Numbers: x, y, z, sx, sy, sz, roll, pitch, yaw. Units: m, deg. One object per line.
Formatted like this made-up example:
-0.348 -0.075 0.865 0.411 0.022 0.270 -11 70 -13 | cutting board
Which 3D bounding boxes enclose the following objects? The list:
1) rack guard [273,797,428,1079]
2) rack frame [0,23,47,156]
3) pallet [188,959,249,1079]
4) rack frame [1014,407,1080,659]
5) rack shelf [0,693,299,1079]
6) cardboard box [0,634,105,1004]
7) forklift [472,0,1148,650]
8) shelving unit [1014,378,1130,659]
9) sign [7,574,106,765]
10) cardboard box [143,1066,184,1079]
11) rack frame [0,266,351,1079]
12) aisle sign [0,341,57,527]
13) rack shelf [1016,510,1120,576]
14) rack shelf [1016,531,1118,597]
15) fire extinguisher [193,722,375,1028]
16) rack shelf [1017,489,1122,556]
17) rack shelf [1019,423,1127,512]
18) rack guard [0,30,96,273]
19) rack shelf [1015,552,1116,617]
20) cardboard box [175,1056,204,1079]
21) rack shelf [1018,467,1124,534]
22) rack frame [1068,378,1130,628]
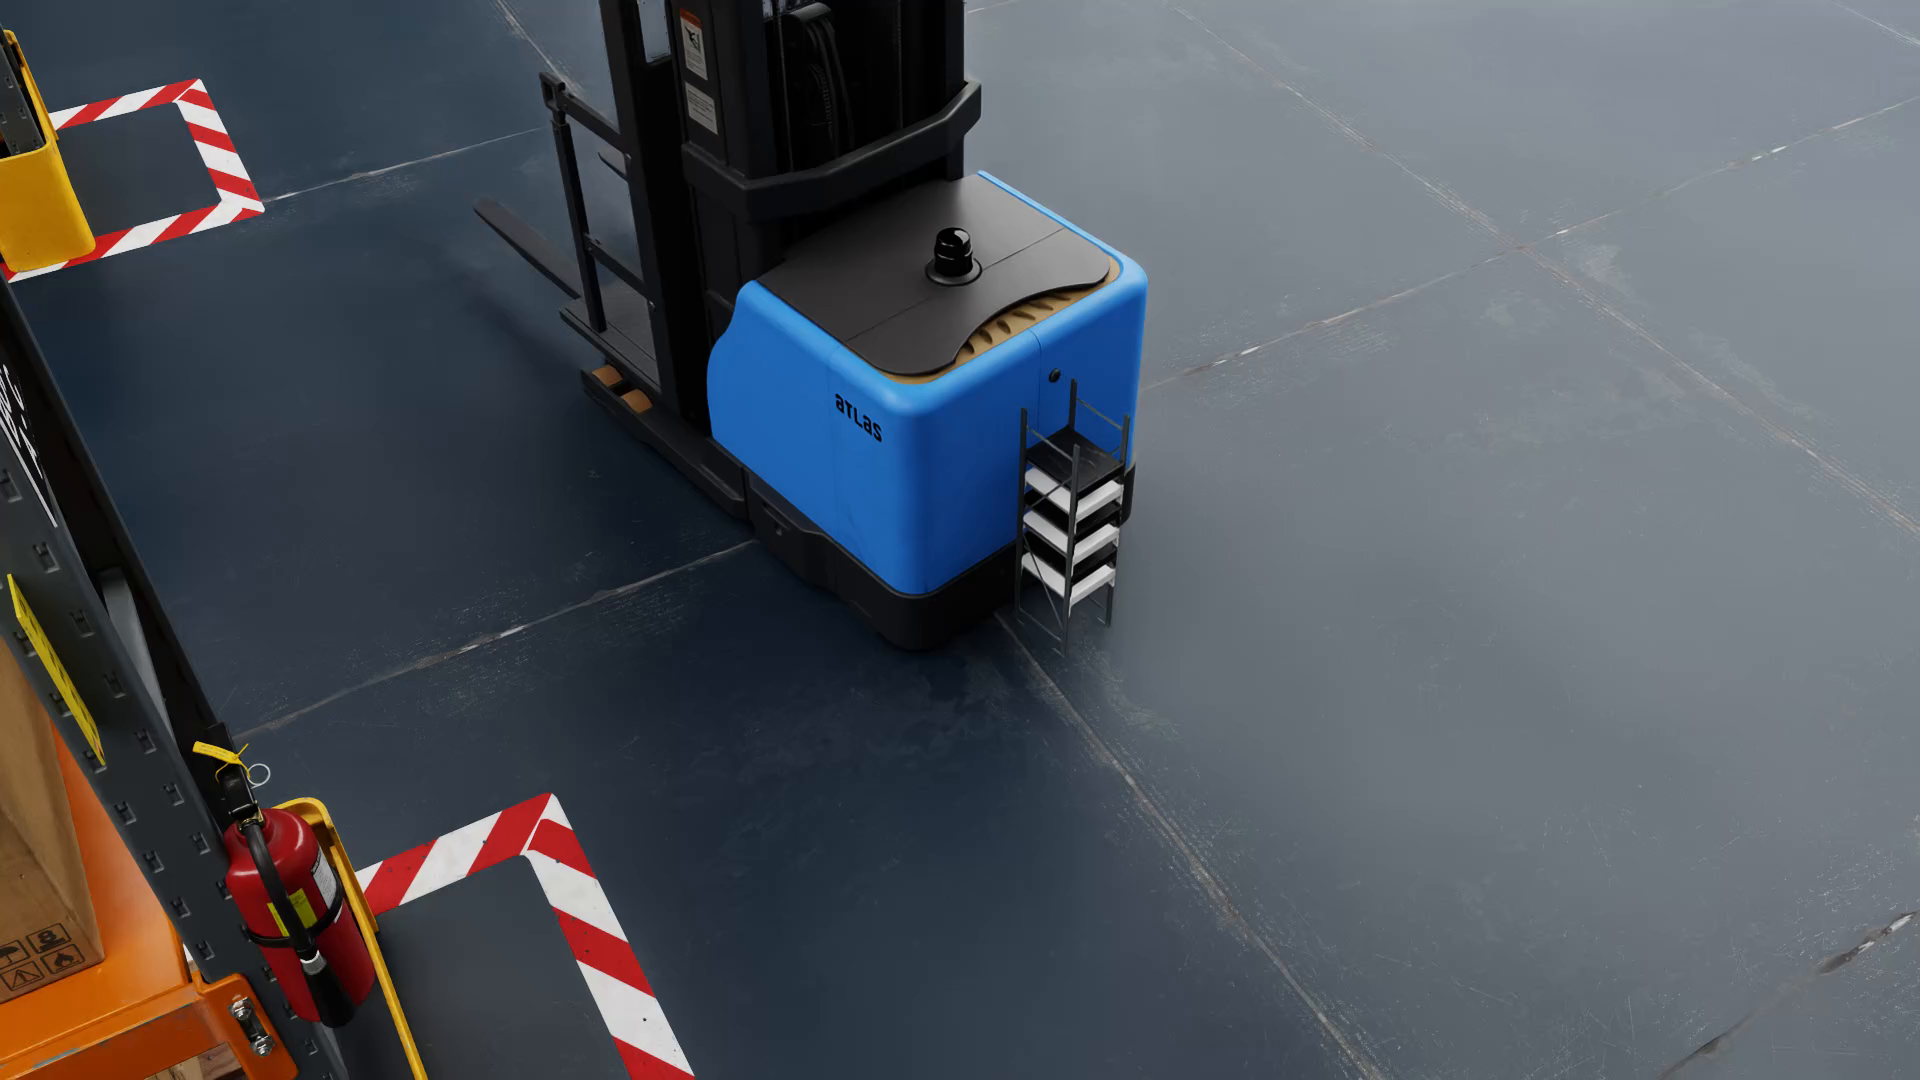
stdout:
-1.538 1.247 4.106 0.348 0.500 1.175 -22 48 -21 | rack guard
-4.024 -2.634 6.310 0.127 3.000 1.000 -22 48 -21 | rack frame
-2.201 1.650 3.898 1.213 0.211 1.003 -22 48 -21 | pallet
0.260 -0.003 5.107 0.006 0.900 0.240 -32 53 -28 | rack frame
-3.293 1.311 2.762 4.000 0.370 1.077 -22 48 -21 | rack shelf
-1.970 0.477 3.033 0.500 0.500 0.700 -22 48 -21 | cardboard box
-0.761 -1.650 5.345 1.130 2.935 3.031 -32 52 -28 | forklift
0.336 -0.050 5.155 0.210 0.900 0.258 -32 53 -28 | shelving unit
-1.301 0.190 2.398 0.005 0.325 0.100 -22 48 -21 | sign
-1.876 1.291 3.400 0.500 0.500 0.500 -22 48 -21 | cardboard box
-1.559 0.359 3.227 0.127 3.000 1.000 -22 48 -21 | rack frame
-1.356 -0.420 2.162 0.004 0.787 0.394 -22 48 -21 | aisle sign
0.336 -0.026 5.178 0.200 0.077 0.258 -32 53 -28 | rack shelf
0.336 0.038 5.241 0.200 0.077 0.258 -32 53 -28 | rack shelf
-1.225 0.626 3.007 0.183 0.674 0.296 -22 48 -21 | fire extinguisher
0.336 -0.091 5.115 0.200 0.077 0.258 -32 53 -28 | rack shelf
0.336 -0.220 4.990 0.200 0.077 0.258 -32 53 -28 | rack shelf
-4.066 -1.682 7.124 0.348 0.500 1.175 -22 48 -21 | rack guard
0.336 0.103 5.304 0.200 0.077 0.258 -32 53 -28 | rack shelf
-2.135 1.246 3.985 0.500 0.250 0.500 -22 48 -21 | cardboard box
0.336 -0.155 5.053 0.200 0.077 0.258 -32 53 -28 | rack shelf
0.412 -0.097 5.203 0.006 0.900 0.240 -32 53 -28 | rack frame
